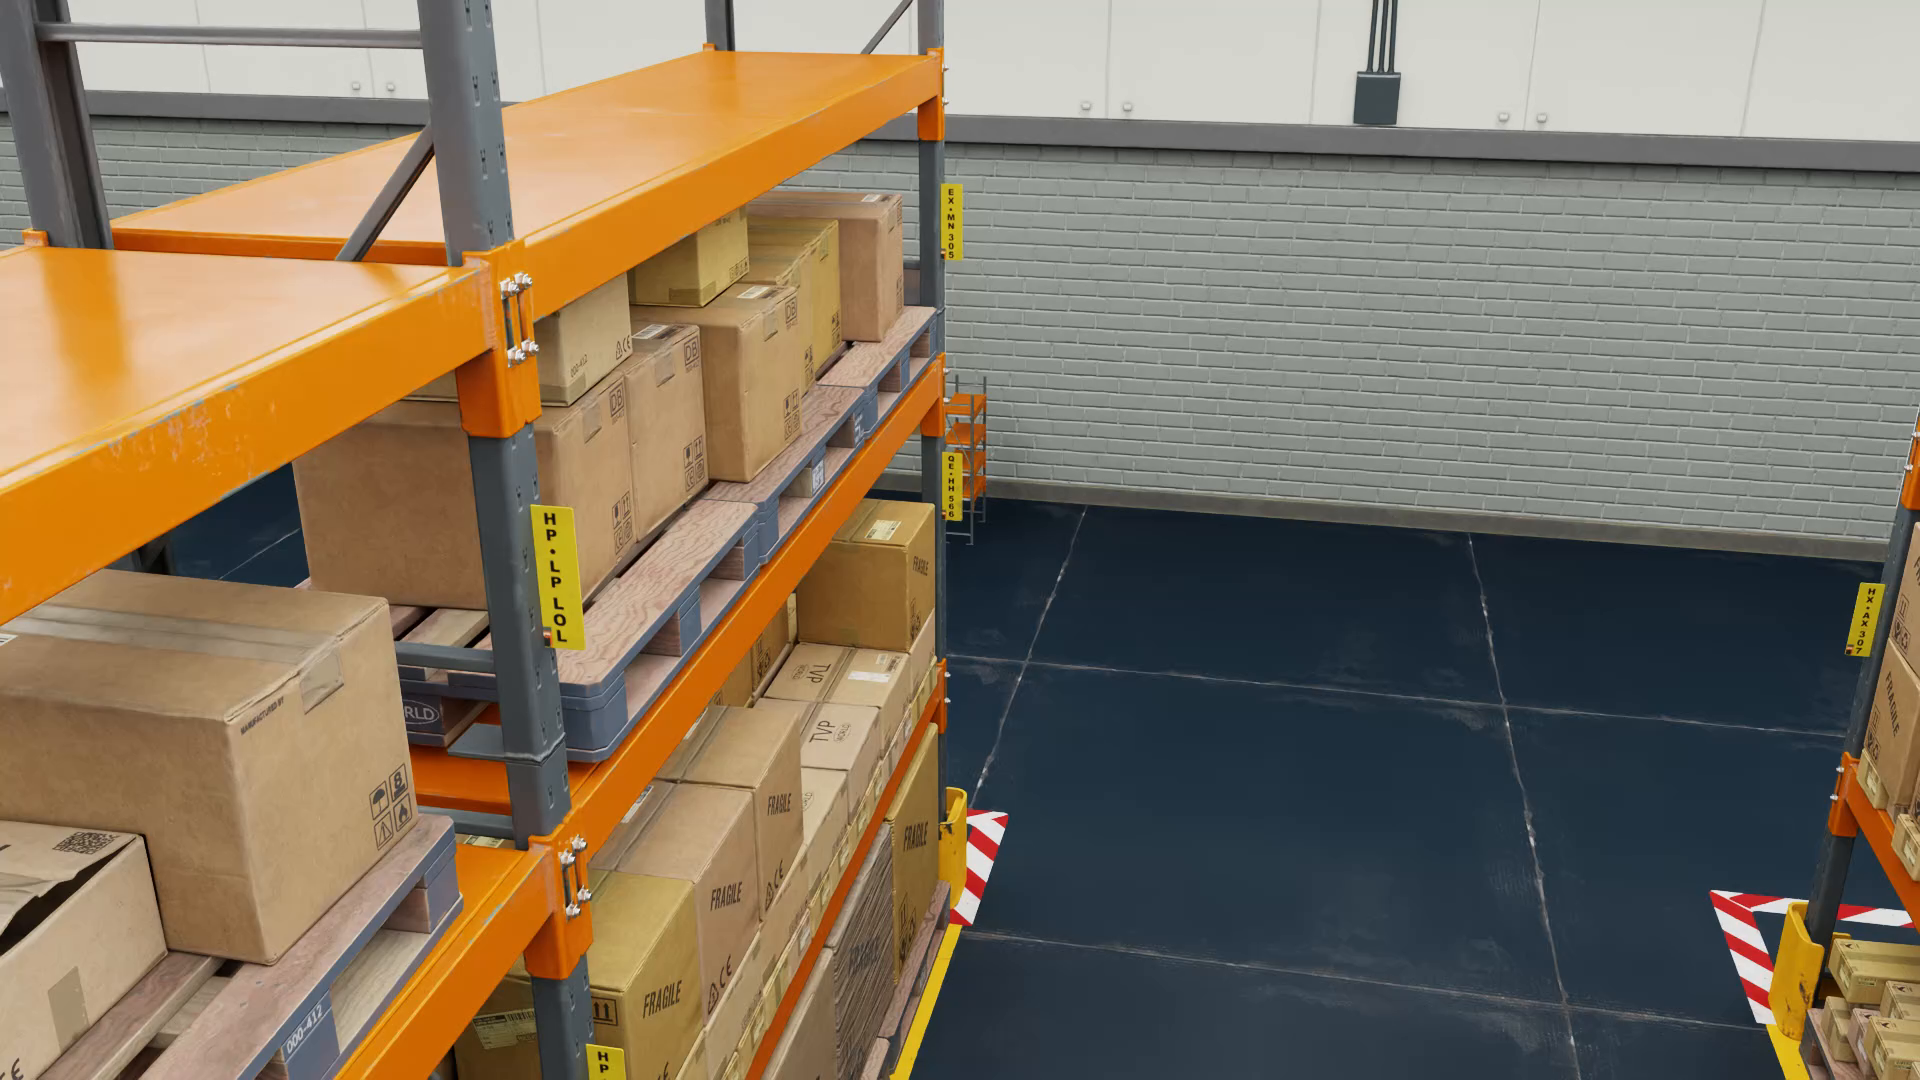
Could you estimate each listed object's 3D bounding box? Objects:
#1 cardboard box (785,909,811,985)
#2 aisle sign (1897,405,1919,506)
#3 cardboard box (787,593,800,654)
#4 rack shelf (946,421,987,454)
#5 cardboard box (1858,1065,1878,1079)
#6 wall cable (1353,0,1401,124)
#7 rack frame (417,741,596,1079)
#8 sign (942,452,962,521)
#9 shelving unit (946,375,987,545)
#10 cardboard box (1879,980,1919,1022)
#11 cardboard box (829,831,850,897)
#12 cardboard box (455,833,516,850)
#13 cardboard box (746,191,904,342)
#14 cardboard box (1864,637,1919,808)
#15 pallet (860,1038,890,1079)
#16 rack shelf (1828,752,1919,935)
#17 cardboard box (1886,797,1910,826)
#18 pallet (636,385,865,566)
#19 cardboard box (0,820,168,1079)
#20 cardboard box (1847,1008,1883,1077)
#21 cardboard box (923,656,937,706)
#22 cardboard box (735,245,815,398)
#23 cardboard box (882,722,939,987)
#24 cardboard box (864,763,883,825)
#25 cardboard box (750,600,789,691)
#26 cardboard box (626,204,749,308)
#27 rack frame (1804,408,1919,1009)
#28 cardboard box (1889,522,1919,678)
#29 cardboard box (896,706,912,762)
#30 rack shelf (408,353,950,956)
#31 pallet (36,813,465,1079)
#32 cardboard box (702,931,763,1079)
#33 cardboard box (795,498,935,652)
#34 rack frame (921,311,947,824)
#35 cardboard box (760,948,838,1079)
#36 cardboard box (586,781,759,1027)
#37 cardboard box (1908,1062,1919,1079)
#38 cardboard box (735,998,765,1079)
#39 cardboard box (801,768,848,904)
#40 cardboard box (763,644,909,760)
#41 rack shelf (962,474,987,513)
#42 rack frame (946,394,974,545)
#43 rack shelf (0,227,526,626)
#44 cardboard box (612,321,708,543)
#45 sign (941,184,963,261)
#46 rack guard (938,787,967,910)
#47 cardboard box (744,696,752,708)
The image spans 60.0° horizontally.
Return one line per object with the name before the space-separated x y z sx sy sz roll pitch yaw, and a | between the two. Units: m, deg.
cardboard box | -0.733 1.381 5.747 0.380 0.149 0.250 5 22 12
aisle sign | 3.989 -0.482 6.556 0.394 0.787 0.004 4 22 11
cardboard box | -0.929 0.445 7.537 0.500 0.250 0.500 4 22 9
rack shelf | 0.034 -0.762 12.721 0.258 0.148 0.480 4 22 11
cardboard box | 3.875 2.170 6.705 0.380 0.149 0.250 4 22 11
wall cable | 3.961 -5.722 10.710 2.277 5.999 0.120 4 22 11
rack frame | -1.383 1.821 4.317 1.000 3.000 0.127 4 22 11
sign | -0.039 -0.242 7.574 0.100 0.325 0.005 4 22 11
shelving unit | 0.034 -0.617 12.780 0.258 1.200 0.503 4 22 11
cardboard box | 3.890 1.900 6.577 0.380 0.149 0.250 5 22 12
cardboard box | -0.629 1.189 6.223 0.380 0.149 0.250 5 22 12
cardboard box | -1.445 1.033 5.072 0.500 0.500 0.500 5 22 11
cardboard box | -0.621 -1.127 6.791 0.700 0.500 0.500 3 22 8
cardboard box | 3.906 0.732 6.489 0.500 0.500 0.500 6 23 13
pallet | -0.905 2.395 6.625 1.003 0.211 1.213 4 22 11
rack shelf | 3.860 1.838 5.237 1.077 0.370 4.000 4 22 11
cardboard box | 3.870 1.079 6.495 0.380 0.149 0.250 5 23 13
pallet | -0.955 -0.273 5.619 1.003 0.211 1.213 4 22 11
cardboard box | -1.695 0.670 2.716 0.500 0.311 0.500 4 22 9
cardboard box | 3.799 2.031 6.652 0.380 0.149 0.250 4 22 11
cardboard box | -0.317 0.630 7.611 0.380 0.149 0.250 5 22 12
cardboard box | -0.911 -0.737 5.824 0.700 0.500 0.500 3 22 7
cardboard box | -0.619 1.389 7.672 0.875 0.875 0.875 4 22 11
cardboard box | -0.524 1.004 6.683 0.380 0.149 0.250 4 22 10
cardboard box | -1.031 0.280 6.943 0.500 0.500 0.500 4 22 10
cardboard box | -0.989 -0.931 5.301 0.500 0.250 0.500 4 22 9
rack frame | 4.268 0.773 6.919 1.000 3.000 0.127 4 22 11
cardboard box | 3.917 0.269 6.300 0.500 0.500 0.500 4 22 11
cardboard box | -0.421 0.817 7.145 0.380 0.149 0.250 5 22 11
rack shelf | -0.975 0.032 5.707 1.077 0.370 4.000 4 22 11
pallet | -1.522 0.857 2.951 0.805 0.209 1.217 4 22 9
cardboard box | -0.924 1.419 5.117 0.500 0.250 0.500 4 22 11
cardboard box | -0.409 0.140 7.290 0.500 0.500 0.500 5 22 12
rack frame | -0.567 0.358 7.949 1.000 3.000 0.127 4 22 11
cardboard box | -0.987 2.047 6.037 0.875 0.875 0.875 4 22 11
cardboard box | -0.927 1.069 4.982 0.500 0.500 0.500 4 22 11
cardboard box | 3.744 2.080 6.132 0.380 0.149 0.250 3 22 8
cardboard box | -0.838 1.566 5.287 0.380 0.149 0.250 4 22 9
cardboard box | -0.716 1.050 6.035 0.500 0.250 0.500 4 22 11
cardboard box | -0.510 0.673 6.971 0.500 0.250 0.500 4 22 10
rack shelf | 0.034 -0.371 12.879 0.258 0.148 0.480 4 22 11
rack frame | -0.016 -0.528 12.558 0.240 1.200 0.015 4 22 11
rack shelf | -1.791 0.289 1.589 1.077 0.370 4.000 4 22 11
cardboard box | -1.168 -0.345 4.850 0.700 0.500 0.500 6 23 14
sign | -0.039 -1.361 7.123 0.100 0.325 0.005 4 22 11
rack guard | -0.562 1.509 8.438 1.175 0.500 0.348 4 22 11
cardboard box | -1.135 0.819 6.608 0.500 0.250 0.500 4 22 9
